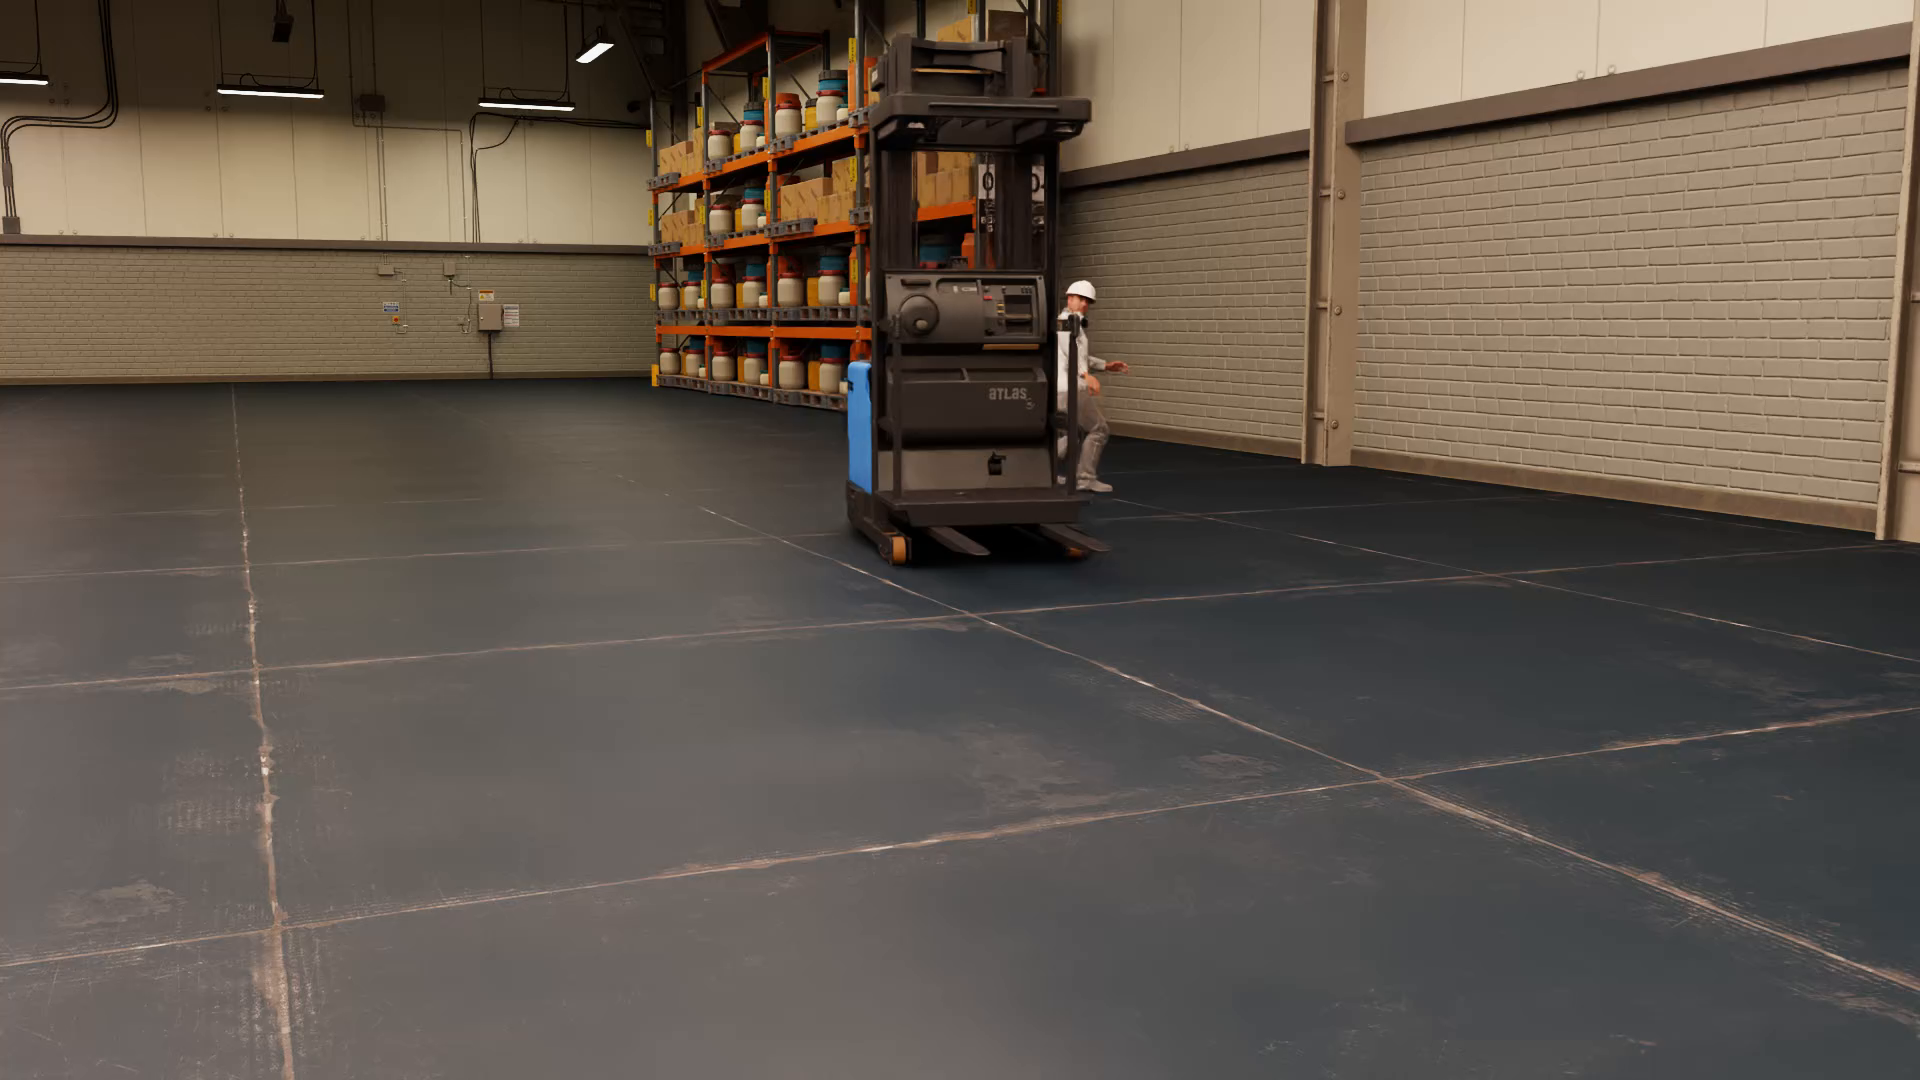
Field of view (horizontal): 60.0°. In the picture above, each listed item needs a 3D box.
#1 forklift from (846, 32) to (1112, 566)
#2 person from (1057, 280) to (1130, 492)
[{"bbox_3d":[0.084,-1.364,9.289,1.130,2.935,3.031,-2,8,-12],"label":"forklift"},{"bbox_3d":[0.979,-1.178,12.837,0.815,1.642,0.857,-2,8,-14],"label":"person"}]
